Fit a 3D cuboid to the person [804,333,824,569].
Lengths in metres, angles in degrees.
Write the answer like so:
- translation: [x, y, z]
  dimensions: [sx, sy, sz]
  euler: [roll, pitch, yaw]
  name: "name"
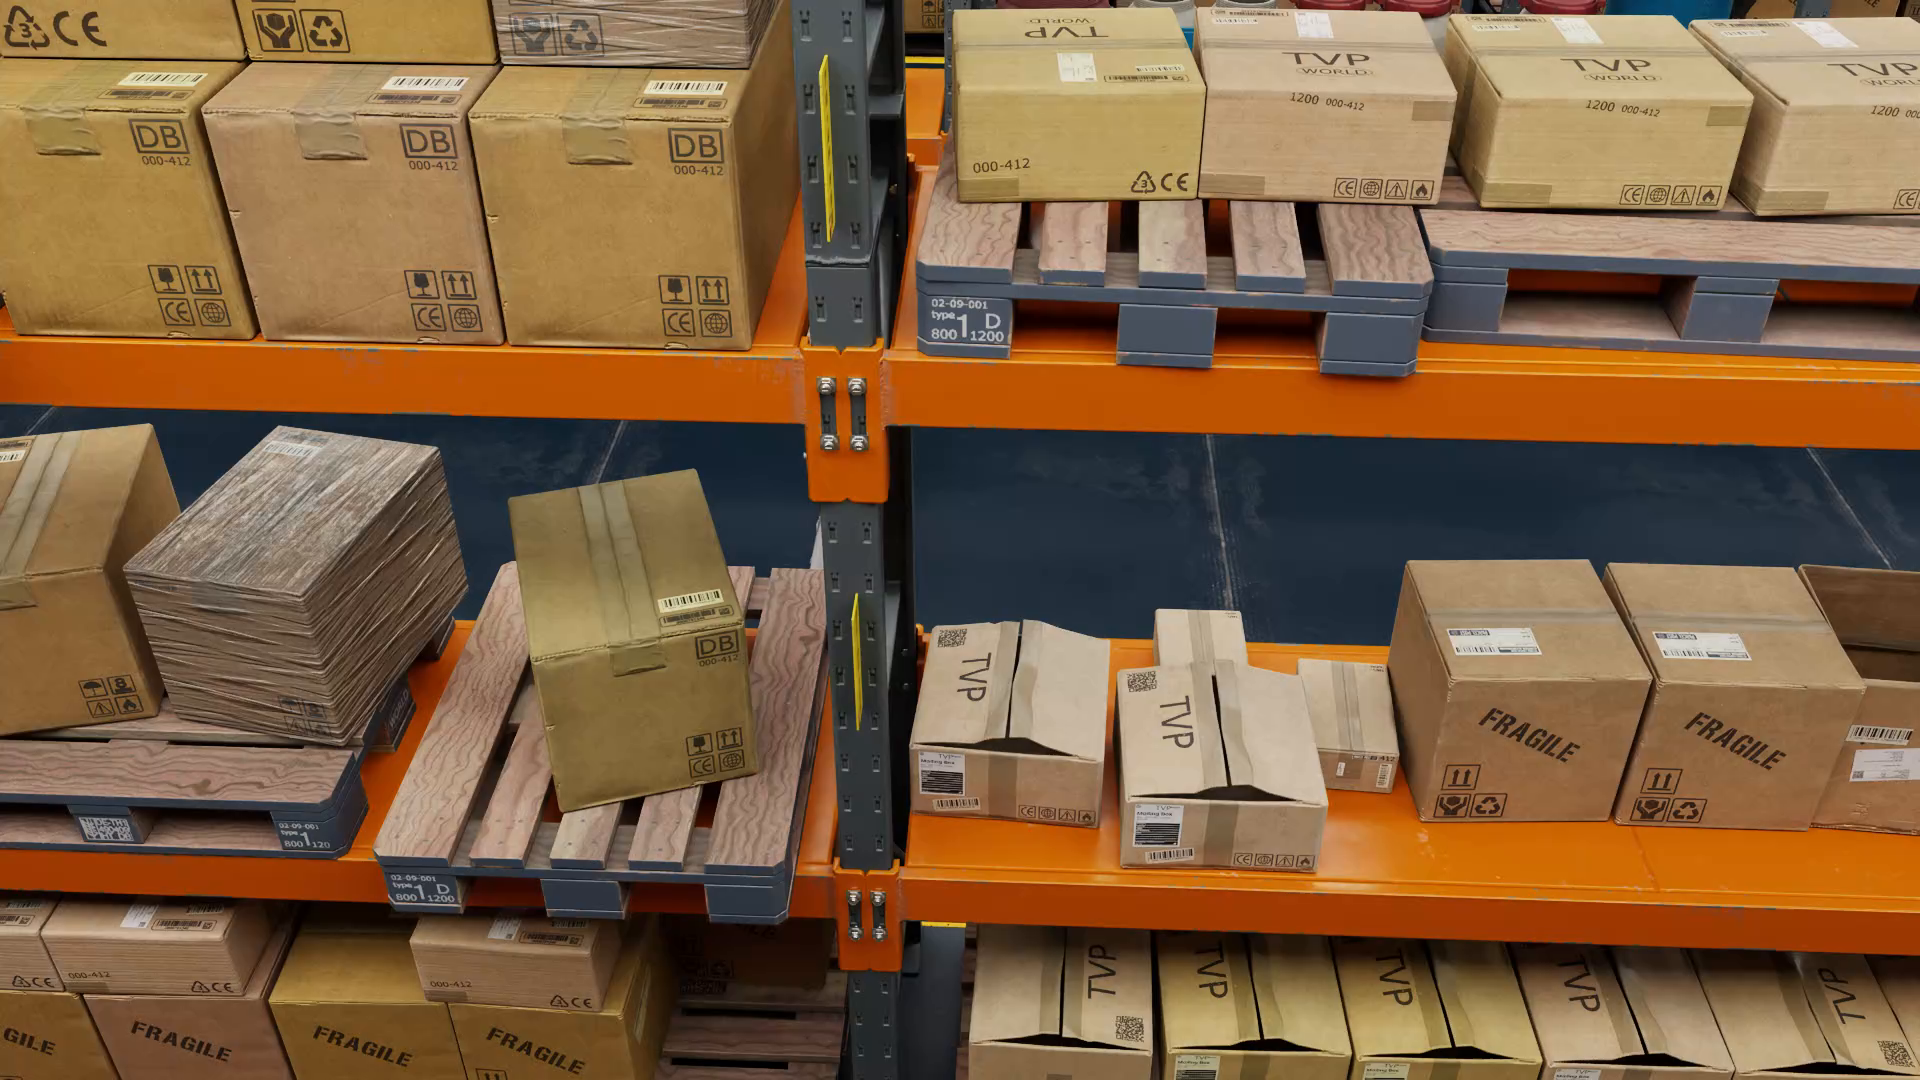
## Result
- translation: [-0.416, 0.010, 6.145]
  dimensions: [0.428, 1.774, 0.644]
  euler: [2, 35, 2]
  name: "person"
